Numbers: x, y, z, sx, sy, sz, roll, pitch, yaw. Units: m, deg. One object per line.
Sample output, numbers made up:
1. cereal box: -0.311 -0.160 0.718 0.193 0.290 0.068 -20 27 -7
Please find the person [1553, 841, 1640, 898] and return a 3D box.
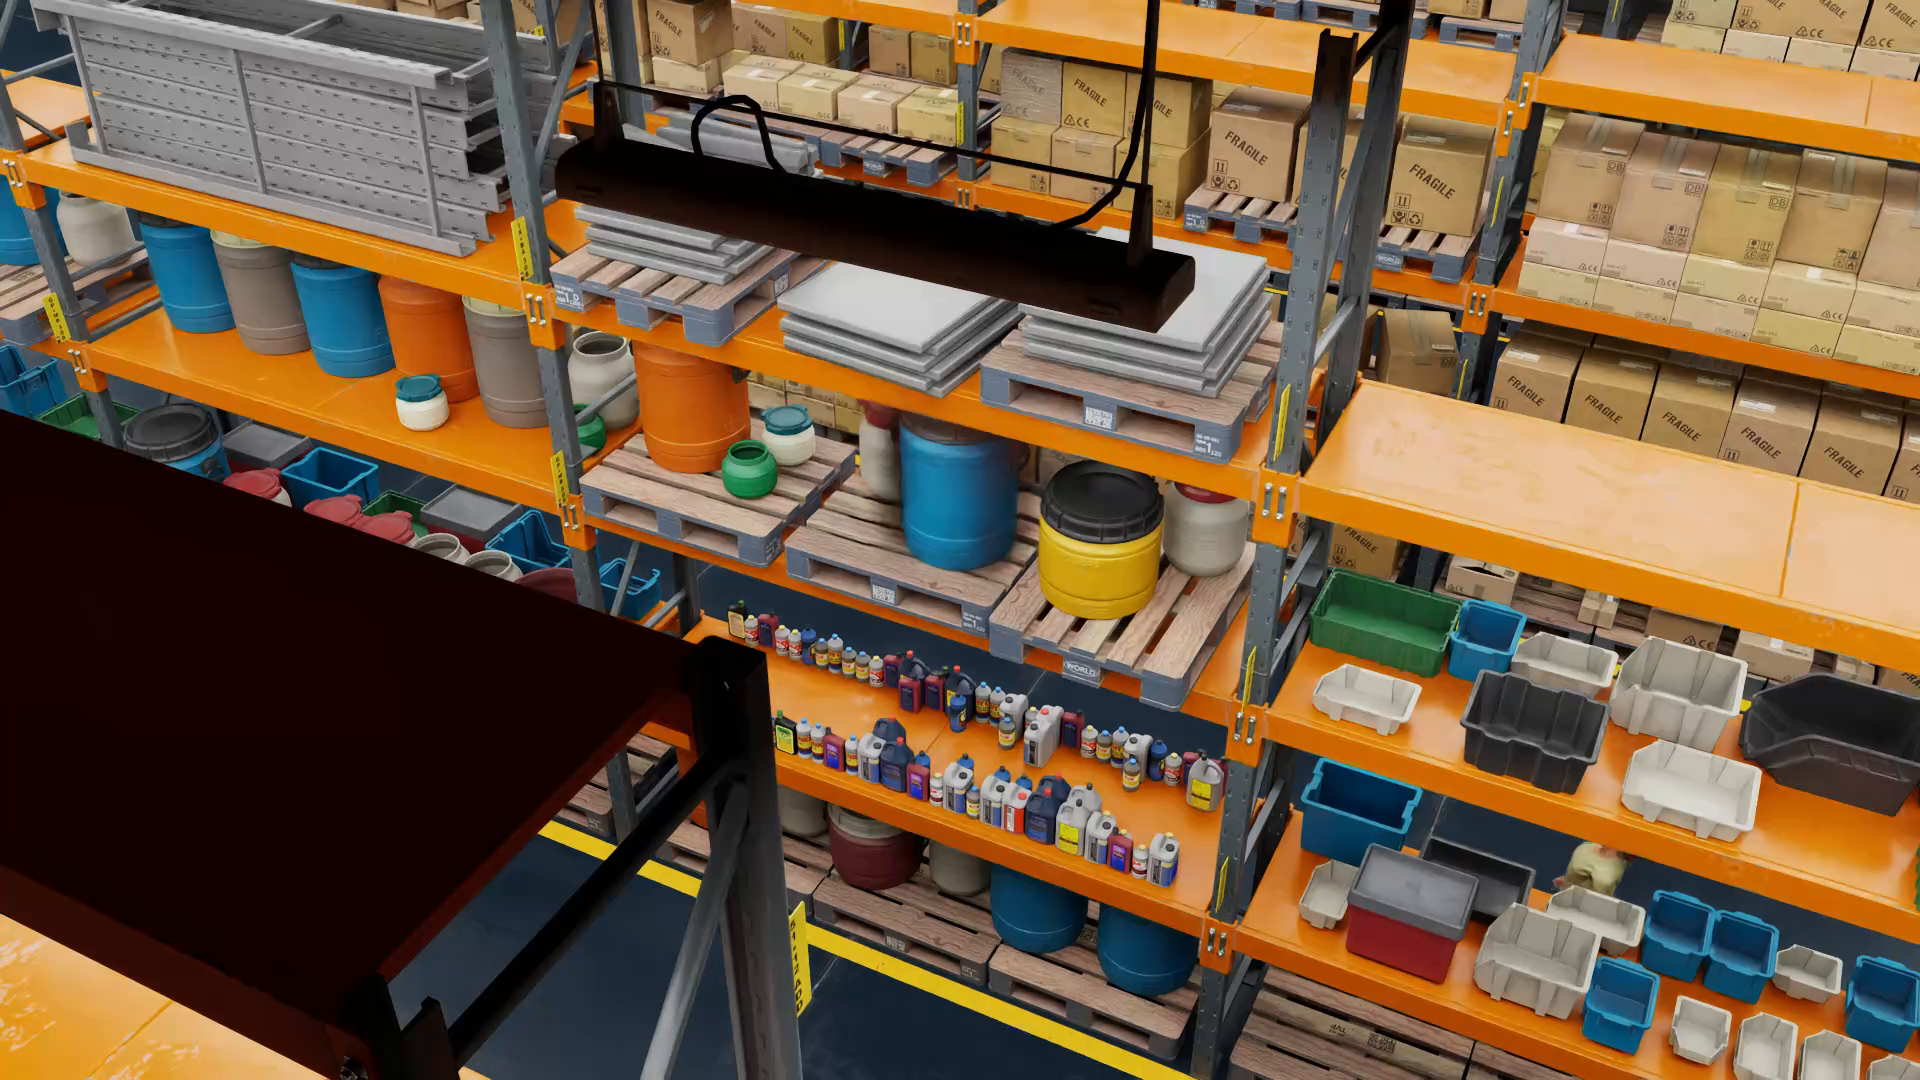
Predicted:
1. person: 3.487 2.070 9.477 0.457 1.599 1.038 -29 44 -35
